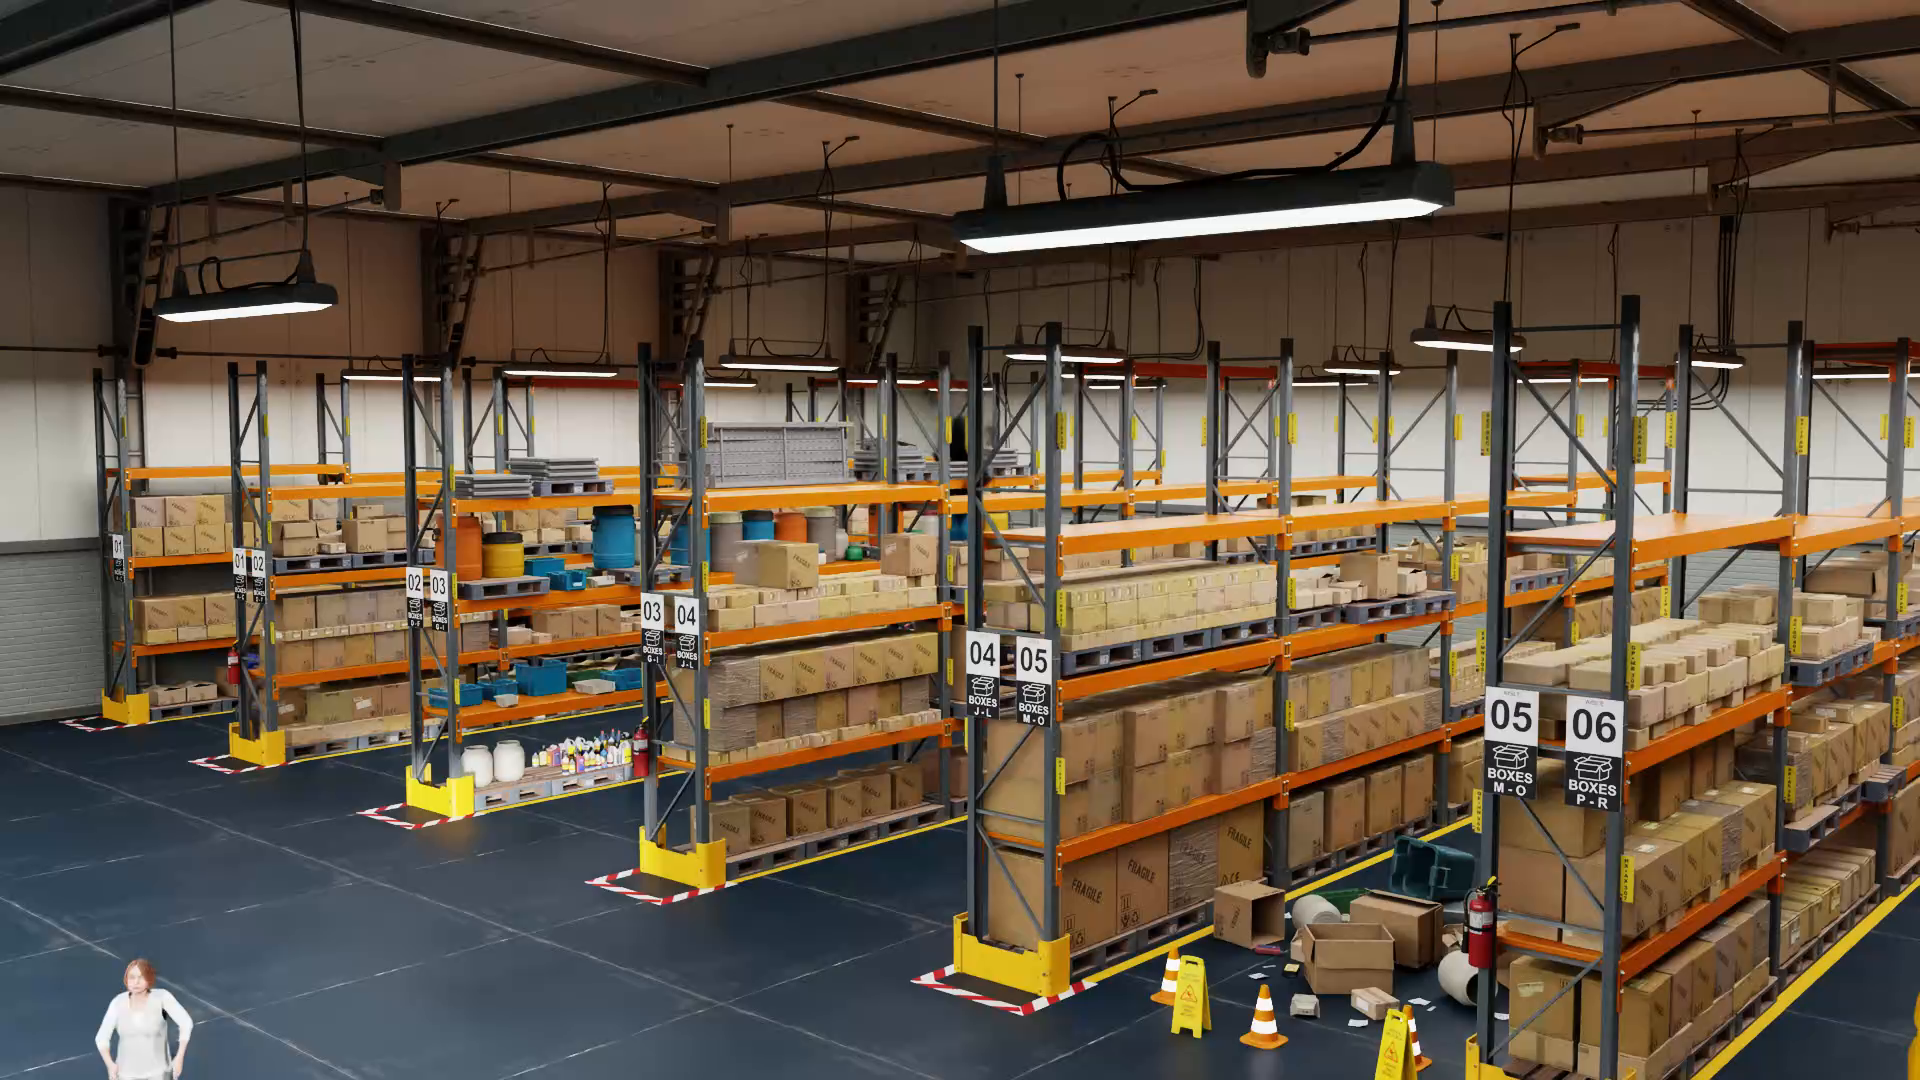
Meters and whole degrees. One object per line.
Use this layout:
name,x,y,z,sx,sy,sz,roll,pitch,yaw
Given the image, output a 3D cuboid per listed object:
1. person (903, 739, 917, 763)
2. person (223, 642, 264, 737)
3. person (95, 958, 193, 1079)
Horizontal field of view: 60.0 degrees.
person,-0.733,2.525,24.803,0.603,1.648,0.595,2,5,29
person,-11.360,2.417,26.455,0.598,1.717,0.718,3,5,32
person,-5.481,3.564,11.188,0.589,1.550,0.575,-1,4,-18
